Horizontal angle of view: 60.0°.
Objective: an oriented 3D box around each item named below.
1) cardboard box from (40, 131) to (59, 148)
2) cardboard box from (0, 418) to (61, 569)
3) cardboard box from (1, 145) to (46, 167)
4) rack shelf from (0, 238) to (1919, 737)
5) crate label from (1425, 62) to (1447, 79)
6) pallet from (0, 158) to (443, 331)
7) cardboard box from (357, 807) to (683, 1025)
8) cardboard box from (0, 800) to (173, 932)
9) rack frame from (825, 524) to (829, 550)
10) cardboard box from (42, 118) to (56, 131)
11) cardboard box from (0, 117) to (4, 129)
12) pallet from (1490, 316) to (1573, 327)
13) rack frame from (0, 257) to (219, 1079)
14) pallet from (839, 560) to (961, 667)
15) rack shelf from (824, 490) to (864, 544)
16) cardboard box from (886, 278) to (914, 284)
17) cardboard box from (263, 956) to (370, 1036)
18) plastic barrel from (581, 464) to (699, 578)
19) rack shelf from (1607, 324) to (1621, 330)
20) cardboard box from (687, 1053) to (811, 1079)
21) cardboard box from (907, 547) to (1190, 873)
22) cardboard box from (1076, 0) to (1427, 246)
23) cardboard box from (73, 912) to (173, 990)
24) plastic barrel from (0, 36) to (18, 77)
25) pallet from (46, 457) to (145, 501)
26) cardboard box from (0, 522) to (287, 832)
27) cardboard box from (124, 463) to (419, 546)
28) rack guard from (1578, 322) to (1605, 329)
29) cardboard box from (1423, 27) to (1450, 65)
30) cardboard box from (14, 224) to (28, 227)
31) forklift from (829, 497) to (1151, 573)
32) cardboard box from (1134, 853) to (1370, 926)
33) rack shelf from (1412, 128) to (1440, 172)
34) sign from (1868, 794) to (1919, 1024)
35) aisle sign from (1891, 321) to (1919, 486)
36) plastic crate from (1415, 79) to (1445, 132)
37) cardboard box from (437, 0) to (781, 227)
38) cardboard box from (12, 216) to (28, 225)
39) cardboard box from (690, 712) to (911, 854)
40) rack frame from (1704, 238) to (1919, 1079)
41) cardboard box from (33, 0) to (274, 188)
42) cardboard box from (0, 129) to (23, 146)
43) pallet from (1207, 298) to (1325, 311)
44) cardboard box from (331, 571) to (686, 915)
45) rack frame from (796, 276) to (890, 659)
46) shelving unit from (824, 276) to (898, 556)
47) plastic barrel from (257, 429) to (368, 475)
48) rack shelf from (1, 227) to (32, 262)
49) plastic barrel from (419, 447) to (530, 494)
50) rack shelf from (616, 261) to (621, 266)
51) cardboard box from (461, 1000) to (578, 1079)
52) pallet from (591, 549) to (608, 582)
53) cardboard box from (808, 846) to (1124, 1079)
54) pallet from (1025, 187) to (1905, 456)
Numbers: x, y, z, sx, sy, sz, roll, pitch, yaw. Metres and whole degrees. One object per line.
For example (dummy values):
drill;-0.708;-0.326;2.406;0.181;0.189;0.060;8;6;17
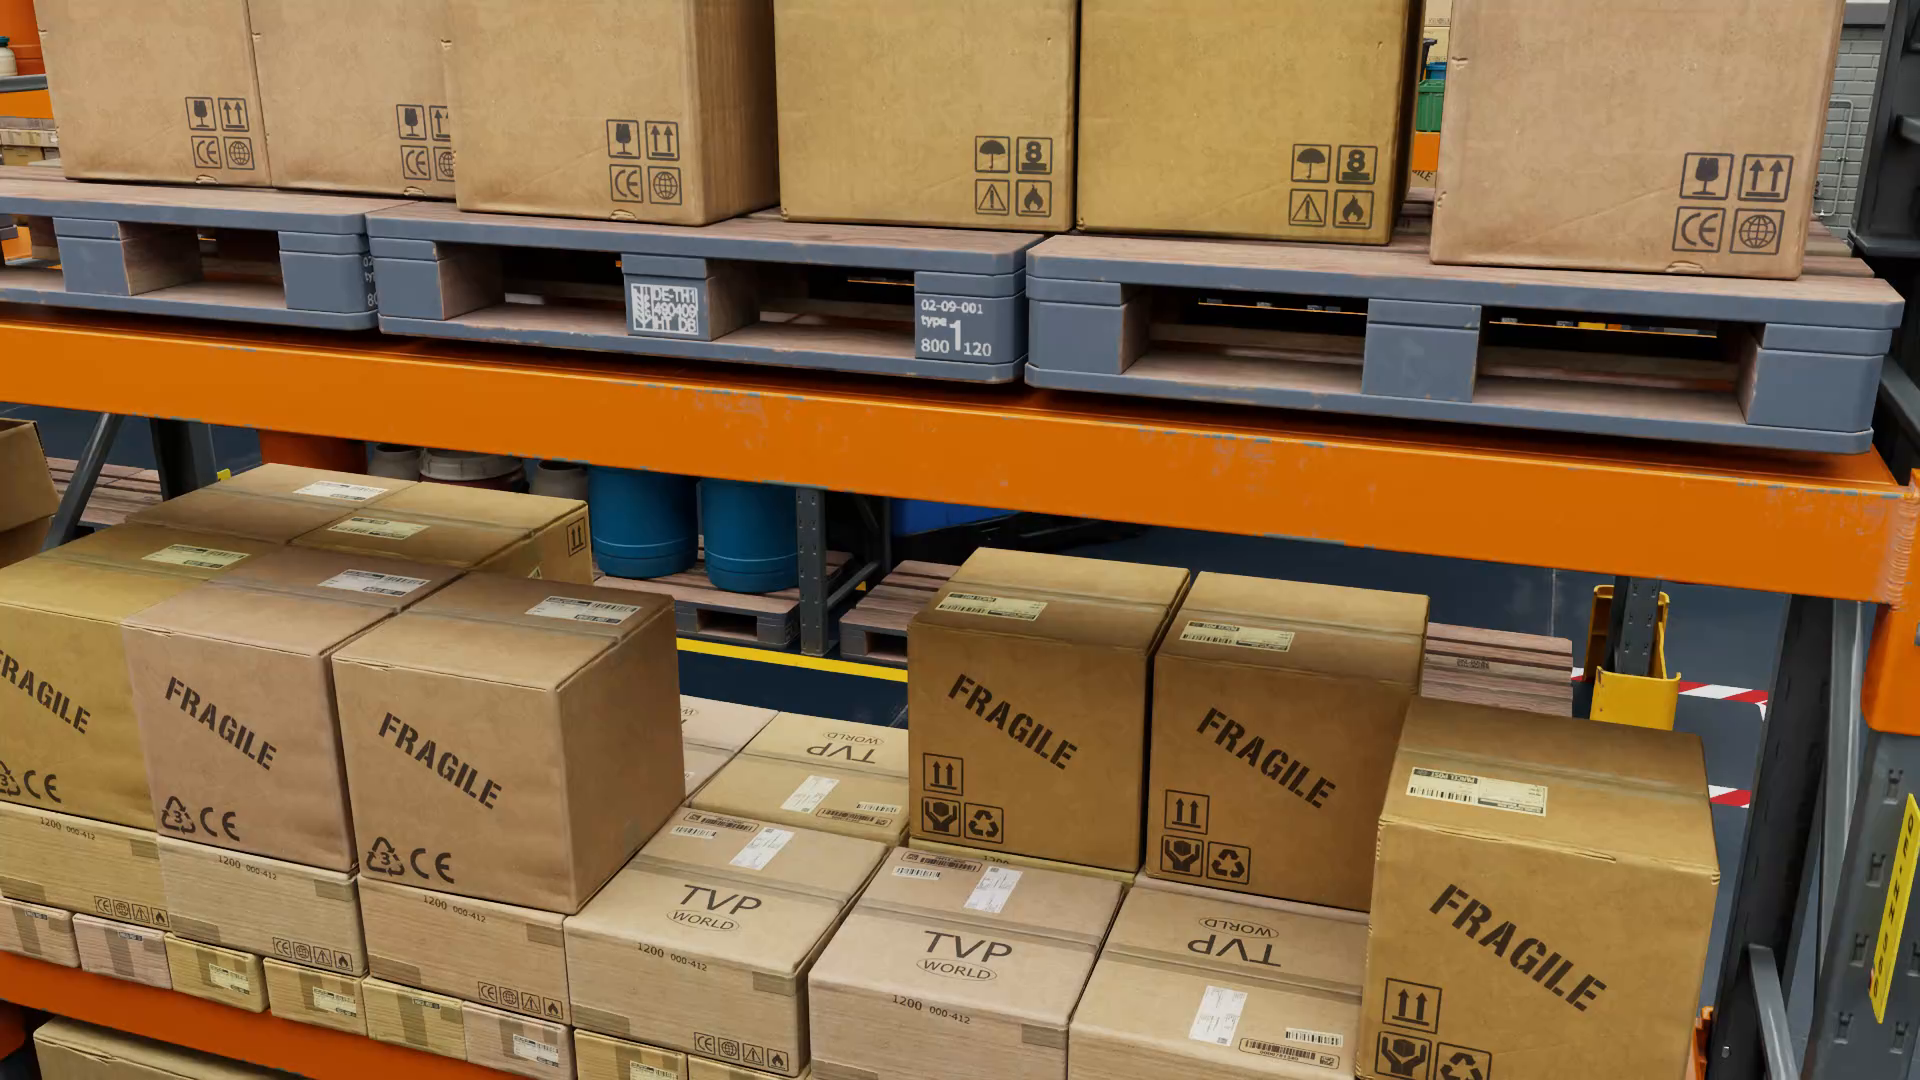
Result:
cardboard box;-8.577;-3.866;15.972;0.250;0.149;0.380;7;20;19
cardboard box;-2.853;0.001;4.342;0.637;0.503;0.797;6;20;17
cardboard box;-8.927;-3.670;16.396;0.500;0.500;0.700;7;20;18
rack shelf;-0.358;-0.273;3.337;4.000;0.370;1.077;7;20;18
crate label;2.391;-2.066;7.616;0.502;0.251;0.408;7;20;18
pallet;-1.478;-0.695;3.591;1.213;0.211;1.003;7;20;18
cardboard box;-0.930;0.760;3.615;0.500;0.250;0.500;7;20;19
cardboard box;-1.889;0.650;3.929;0.500;0.250;0.500;6;20;17
rack frame;-0.872;-0.842;9.663;0.015;2.100;0.400;3;19;13
cardboard box;-8.393;-4.224;16.015;0.500;0.500;0.700;7;20;18
cardboard box;-9.343;-4.333;16.326;0.500;0.500;0.700;6;20;17
pallet;5.627;-2.346;16.985;1.213;0.211;1.003;7;20;18
rack frame;-2.247;0.588;4.333;0.127;3.000;1.000;7;20;18
pallet;0.085;0.432;9.016;1.213;0.211;1.003;7;20;18
rack shelf;-0.624;-0.152;9.839;0.480;0.518;0.431;3;19;13
cardboard box;-0.314;-2.109;14.060;0.500;0.250;0.500;7;20;18
cardboard box;-1.331;0.926;3.743;0.250;0.149;0.380;6;20;17
plastic barrel;-1.799;-0.300;9.430;0.708;0.901;0.600;7;20;18
rack shelf;2.896;-1.936;12.666;4.000;0.370;1.077;7;20;18
cardboard box;-0.357;1.037;3.425;0.250;0.149;0.380;7;20;19
cardboard box;0.203;0.352;3.645;0.500;0.500;0.500;6;20;17
cardboard box;0.530;-0.827;2.892;0.500;0.500;0.700;6;20;16
cardboard box;-1.829;0.870;3.904;0.250;0.149;0.380;6;20;16
plastic barrel;-5.678;-2.800;9.705;0.301;0.262;0.301;0;19;0
pallet;-6.268;-0.296;11.103;1.213;0.211;1.003;7;20;18
cardboard box;-1.879;0.295;3.808;0.500;0.500;0.500;7;20;18
cardboard box;-1.725;0.131;4.281;0.500;0.500;0.500;7;20;20
rack guard;6.430;-2.417;16.752;0.348;0.500;1.175;7;20;18
cardboard box;3.268;-3.486;11.691;0.500;0.250;0.500;7;20;18
cardboard box;-9.422;-2.862;16.628;0.500;0.500;0.500;7;20;18
forklift;0.627;-1.512;10.461;3.031;2.935;1.130;-12;22;-30
cardboard box;0.673;0.760;3.613;0.500;0.250;0.500;6;20;17
rack shelf;1.267;-1.813;7.755;4.000;0.370;1.077;7;20;18
sign;1.340;0.529;2.384;0.005;0.325;0.100;7;20;18
aisle sign;1.698;-0.293;2.910;0.004;0.787;0.394;7;20;18
plastic crate;2.131;-1.854;7.103;0.336;0.188;0.450;7;20;18
cardboard box;-0.535;-0.895;3.089;0.500;0.500;0.700;7;21;20
cardboard box;-9.724;-3.077;17.245;0.500;0.500;0.500;7;20;18
cardboard box;-0.295;0.650;3.929;0.500;0.250;0.500;6;20;17
rack frame;1.531;1.020;3.093;0.127;3.000;1.000;7;20;18
cardboard box;-1.488;-1.055;3.548;0.500;0.500;0.700;5;20;15
cardboard box;-9.053;-3.921;16.131;0.250;0.149;0.380;6;20;16
pallet;3.322;-2.609;17.741;1.213;0.211;1.003;7;20;18
cardboard box;-0.923;0.406;3.492;0.500;0.500;0.500;6;20;16
rack frame;-0.622;-0.952;8.750;0.127;3.000;1.000;7;20;18
shelving unit;-0.635;-0.827;9.609;0.503;2.100;0.431;3;19;13
plastic barrel;-3.933;-0.510;10.142;0.708;0.830;0.600;7;20;18
rack shelf;-4.137;-0.705;4.577;4.000;0.370;1.077;7;20;18
plastic barrel;-2.866;-0.274;9.831;0.708;0.588;0.600;7;20;18
rack shelf;-0.882;-2.368;13.906;4.000;0.370;1.077;7;20;18
cardboard box;-0.853;0.982;3.584;0.250;0.149;0.380;7;20;19
pallet;-2.493;0.137;9.862;1.213;0.211;1.003;7;20;18
cardboard box;0.026;0.871;3.297;0.500;0.250;0.500;6;20;16
pallet;0.827;-0.431;2.834;1.213;0.211;1.003;7;20;18
